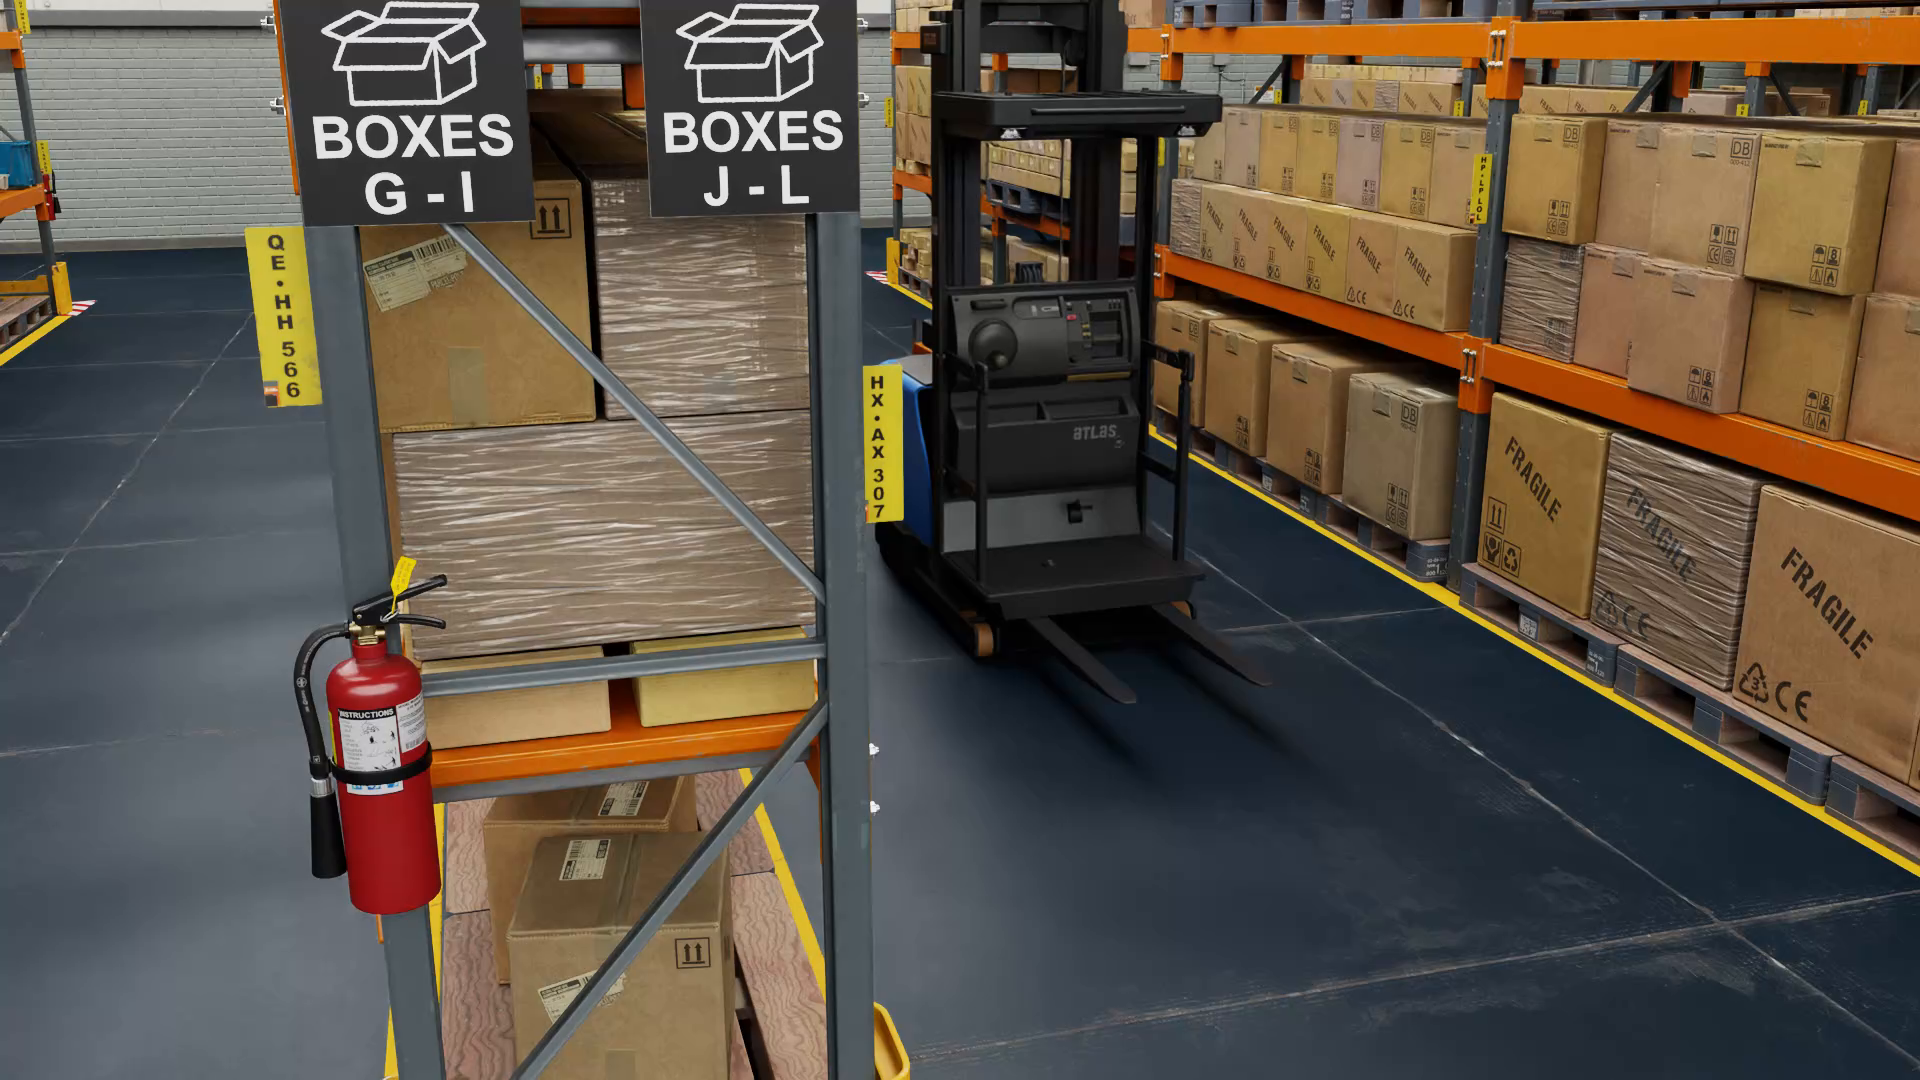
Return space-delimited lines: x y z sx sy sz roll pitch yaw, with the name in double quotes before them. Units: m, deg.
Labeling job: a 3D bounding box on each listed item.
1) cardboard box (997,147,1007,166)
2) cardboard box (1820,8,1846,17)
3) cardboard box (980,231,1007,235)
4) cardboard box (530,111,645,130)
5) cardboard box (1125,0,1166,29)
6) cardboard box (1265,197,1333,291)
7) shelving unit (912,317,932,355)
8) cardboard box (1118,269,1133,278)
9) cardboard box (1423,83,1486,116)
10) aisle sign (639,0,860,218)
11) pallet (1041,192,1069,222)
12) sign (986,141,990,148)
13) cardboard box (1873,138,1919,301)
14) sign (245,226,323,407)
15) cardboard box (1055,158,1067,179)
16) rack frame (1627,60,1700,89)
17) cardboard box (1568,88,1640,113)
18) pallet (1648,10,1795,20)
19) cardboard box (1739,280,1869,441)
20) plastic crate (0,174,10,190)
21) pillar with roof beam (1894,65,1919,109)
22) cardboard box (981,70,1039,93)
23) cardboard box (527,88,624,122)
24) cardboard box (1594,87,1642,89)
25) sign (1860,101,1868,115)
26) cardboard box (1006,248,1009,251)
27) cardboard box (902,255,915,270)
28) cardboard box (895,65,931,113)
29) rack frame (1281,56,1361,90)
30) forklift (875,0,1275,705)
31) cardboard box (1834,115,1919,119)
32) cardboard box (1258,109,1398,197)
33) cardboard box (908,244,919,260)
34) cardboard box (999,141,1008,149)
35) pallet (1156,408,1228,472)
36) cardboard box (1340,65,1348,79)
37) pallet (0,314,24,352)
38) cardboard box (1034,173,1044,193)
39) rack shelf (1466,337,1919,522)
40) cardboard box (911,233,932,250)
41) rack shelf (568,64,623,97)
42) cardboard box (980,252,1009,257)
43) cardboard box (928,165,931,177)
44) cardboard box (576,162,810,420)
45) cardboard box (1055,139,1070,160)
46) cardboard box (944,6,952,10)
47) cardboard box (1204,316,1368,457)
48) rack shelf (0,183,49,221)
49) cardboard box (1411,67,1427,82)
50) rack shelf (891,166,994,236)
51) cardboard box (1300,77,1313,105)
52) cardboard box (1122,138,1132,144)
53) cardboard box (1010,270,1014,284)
"cardboard box" 0.552 -3.426 14.833 0.380 0.149 0.250 -5 17 -16
"cardboard box" 6.637 -3.933 12.352 0.396 0.266 0.258 -5 17 -15
"cardboard box" 0.309 -3.385 18.697 0.380 0.149 0.250 -5 17 -16
"cardboard box" -1.398 -1.409 6.500 0.500 0.500 0.500 -5 17 -15
"cardboard box" 1.510 -3.935 11.952 0.500 0.500 0.500 -5 17 -15
"cardboard box" 2.191 -1.798 10.048 0.500 0.500 0.500 -5 17 -16
"shelving unit" -0.079 -0.645 9.514 0.258 1.200 0.503 -6 18 -18
"cardboard box" 1.322 -1.984 13.153 0.500 0.250 0.500 -4 17 -14
"cardboard box" 5.149 -4.474 17.222 0.500 0.500 0.500 -5 17 -16
"aisle sign" -0.381 -0.988 3.007 0.394 0.787 0.004 -5 17 -15
"pallet" 1.328 -2.766 13.778 1.003 0.211 1.213 -5 17 -15
"sign" 0.293 -3.789 15.348 0.100 0.325 0.005 -5 17 -15
"cardboard box" 3.782 -1.105 5.780 0.875 0.550 0.550 -5 17 -15
"sign" -1.226 -0.404 3.020 0.100 0.325 0.005 -5 17 -15
"cardboard box" 0.982 -2.994 13.394 0.380 0.149 0.250 -4 17 -14
"rack frame" 9.216 -5.339 22.011 1.000 3.000 0.127 -5 17 -15
"cardboard box" 5.839 -3.801 14.981 0.500 0.500 0.500 -5 17 -16
"pallet" 6.415 -4.252 13.509 1.213 0.211 1.003 -4 17 -13
"cardboard box" 3.574 -0.730 6.407 0.875 0.550 0.500 -5 17 -15
"plastic crate" -9.448 -3.461 16.115 0.396 0.136 0.243 -5 17 -15
"pillar with roof beam" 6.852 -7.029 17.210 9.100 9.000 0.400 -5 17 -15
"cardboard box" 0.423 -4.197 15.783 0.500 0.500 0.500 -5 18 -17
"cardboard box" -1.870 -1.562 7.665 1.000 1.000 1.000 -5 17 -15
"cardboard box" 6.178 -3.978 15.568 0.500 0.500 0.500 -4 17 -14
"sign" 9.796 -4.602 18.053 0.100 0.325 0.005 -5 17 -15
"cardboard box" 0.696 -2.946 17.237 0.380 0.149 0.250 -4 17 -14
"cardboard box" -0.451 -3.192 19.088 0.380 0.149 0.250 -4 17 -14
"cardboard box" -0.419 -5.050 18.621 0.500 0.500 0.500 -5 17 -16
"rack frame" 4.445 -4.945 20.701 1.000 3.000 0.127 -5 17 -15
"forklift" 0.480 -0.990 7.653 1.130 2.935 3.031 -5 18 -18
"cardboard box" 7.036 -3.020 12.872 0.500 0.500 0.500 -5 17 -17
"cardboard box" 2.309 -2.433 10.427 0.700 0.500 0.500 -5 17 -16
"cardboard box" -0.369 -3.259 18.795 0.380 0.149 0.250 -5 17 -16
"cardboard box" 0.561 -3.563 14.773 0.380 0.149 0.250 -4 17 -14
"pallet" 2.056 -0.754 11.594 1.003 0.211 1.213 -5 17 -15
"cardboard box" 4.590 -5.375 19.092 0.380 0.149 0.250 -5 17 -15
"pallet" -9.325 -1.867 15.300 1.003 0.211 1.213 -5 17 -15
"cardboard box" 0.842 -2.994 13.913 0.380 0.149 0.250 -5 17 -16
"rack shelf" 3.561 -0.309 6.517 1.077 0.370 4.000 -5 17 -15
"cardboard box" -0.332 -3.328 18.510 0.380 0.149 0.250 -5 17 -15
"rack shelf" -2.335 -2.488 8.557 1.077 0.370 4.000 -5 17 -15
"cardboard box" 0.284 -2.832 16.857 0.380 0.149 0.250 -4 17 -13
"cardboard box" -0.127 -4.007 18.013 0.380 0.149 0.250 -5 17 -16
"cardboard box" -0.576 -0.579 3.737 0.500 0.500 0.500 -5 17 -15
"cardboard box" 0.983 -3.136 13.351 0.380 0.149 0.250 -4 17 -13
"cardboard box" 0.152 -5.178 16.523 0.500 0.250 0.500 -5 17 -16
"cardboard box" 2.236 -1.020 10.813 1.050 0.750 0.750 -4 17 -14
"rack shelf" -9.296 -2.872 15.051 1.077 0.370 4.000 -5 17 -15
"cardboard box" 5.039 -4.956 17.698 0.380 0.149 0.250 -5 17 -16
"rack shelf" 0.263 -3.628 17.567 1.077 0.370 4.000 -5 17 -15
"cardboard box" 4.303 -5.317 20.026 0.500 0.500 0.500 -5 17 -16
"cardboard box" 1.543 -3.255 13.746 0.380 0.149 0.250 -5 17 -16
"cardboard box" 0.760 -2.198 15.171 0.500 0.500 0.500 -4 17 -13
